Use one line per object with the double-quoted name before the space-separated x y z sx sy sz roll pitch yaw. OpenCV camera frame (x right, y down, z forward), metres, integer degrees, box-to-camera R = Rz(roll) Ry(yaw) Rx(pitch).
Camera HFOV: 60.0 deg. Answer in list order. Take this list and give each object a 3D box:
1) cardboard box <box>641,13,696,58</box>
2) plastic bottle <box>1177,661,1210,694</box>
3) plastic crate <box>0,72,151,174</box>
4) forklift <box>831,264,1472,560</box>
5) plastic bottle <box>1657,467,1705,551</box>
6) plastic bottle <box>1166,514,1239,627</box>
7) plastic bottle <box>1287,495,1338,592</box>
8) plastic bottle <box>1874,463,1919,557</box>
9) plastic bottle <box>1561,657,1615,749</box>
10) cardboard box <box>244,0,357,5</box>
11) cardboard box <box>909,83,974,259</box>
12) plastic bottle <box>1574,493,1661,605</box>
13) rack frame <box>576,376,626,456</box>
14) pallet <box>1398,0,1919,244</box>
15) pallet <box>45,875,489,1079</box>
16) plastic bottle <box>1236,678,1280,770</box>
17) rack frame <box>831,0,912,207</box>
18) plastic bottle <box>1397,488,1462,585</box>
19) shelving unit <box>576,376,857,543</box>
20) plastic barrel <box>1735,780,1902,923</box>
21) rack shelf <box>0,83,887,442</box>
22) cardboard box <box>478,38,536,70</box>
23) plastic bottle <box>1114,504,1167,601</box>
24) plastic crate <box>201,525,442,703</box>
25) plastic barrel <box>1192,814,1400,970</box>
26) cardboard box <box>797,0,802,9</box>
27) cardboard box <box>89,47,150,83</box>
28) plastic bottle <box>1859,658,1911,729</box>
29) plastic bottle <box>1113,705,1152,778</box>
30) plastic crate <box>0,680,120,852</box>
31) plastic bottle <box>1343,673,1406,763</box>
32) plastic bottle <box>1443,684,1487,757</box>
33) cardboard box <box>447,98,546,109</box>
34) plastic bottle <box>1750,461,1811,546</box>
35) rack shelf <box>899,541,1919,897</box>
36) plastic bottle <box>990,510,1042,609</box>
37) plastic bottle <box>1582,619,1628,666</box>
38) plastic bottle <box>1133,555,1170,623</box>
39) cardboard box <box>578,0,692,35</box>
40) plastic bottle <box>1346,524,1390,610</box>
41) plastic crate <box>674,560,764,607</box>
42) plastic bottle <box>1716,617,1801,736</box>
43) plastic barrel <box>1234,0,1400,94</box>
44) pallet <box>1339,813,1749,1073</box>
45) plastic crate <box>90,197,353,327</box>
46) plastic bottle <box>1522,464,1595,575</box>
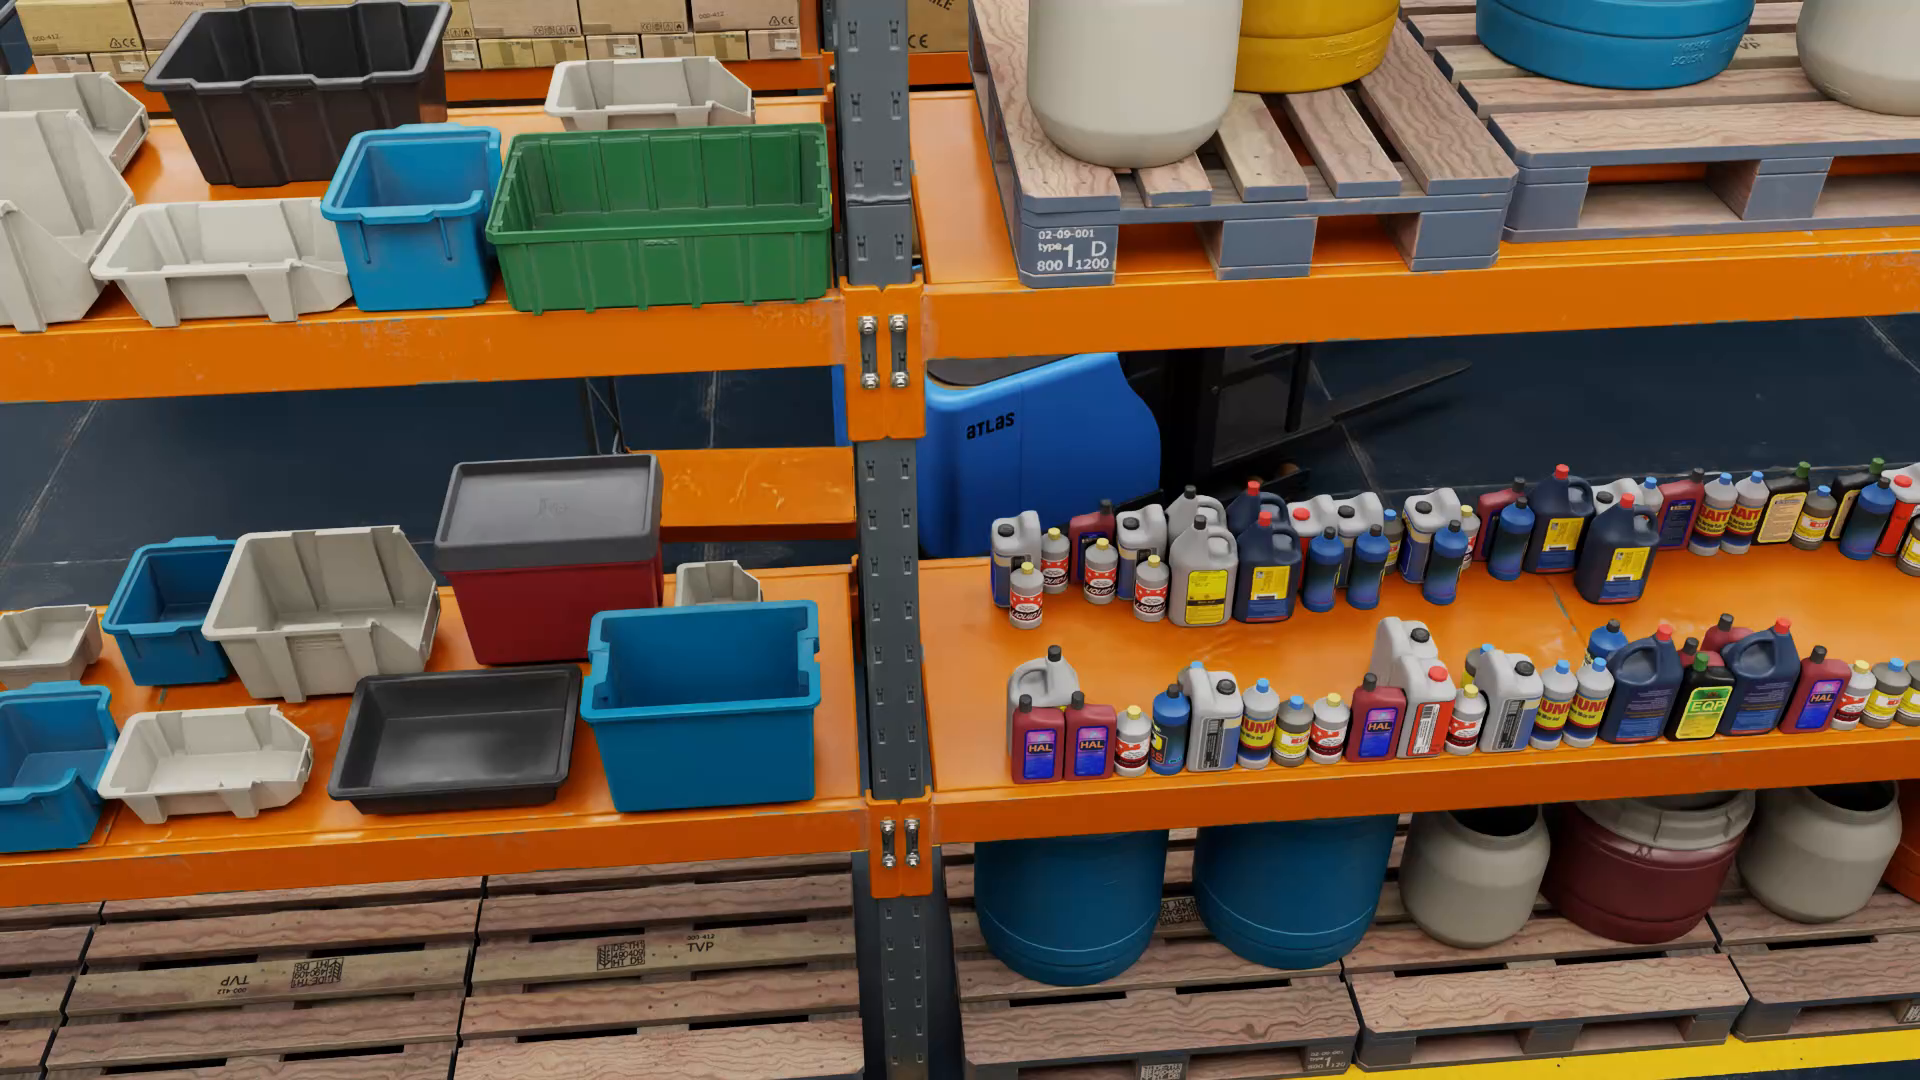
"cardboard box" -1.427 -2.491 8.188 0.250 0.149 0.380 -4 38 -5
"plastic bottle" 0.628 0.411 4.468 0.097 0.201 0.097 0 38 0
"plastic crate" -2.150 -0.902 3.762 0.530 0.136 0.437 -3 38 -4
"forklift" 0.977 -1.534 6.827 3.031 2.935 1.130 -20 42 -23
"plastic bottle" 2.168 -0.095 5.043 0.133 0.283 0.061 -3 38 -4
"plastic bottle" 0.698 0.075 4.773 0.185 0.351 0.144 -3 38 -4
"plastic bottle" 1.029 -0.001 4.929 0.135 0.276 0.152 -3 38 -4
"plastic bottle" 2.862 -0.102 5.057 0.135 0.276 0.152 -3 38 -4
"plastic bottle" 1.661 0.421 4.398 0.097 0.271 0.097 0 38 0
"cardboard box" -3.105 -2.593 7.995 0.500 0.250 0.500 -4 38 -5
"cardboard box" -0.005 -2.215 9.012 0.875 0.875 1.225 -3 38 -4
"plastic bottle" 1.930 0.013 4.852 0.185 0.351 0.144 -3 38 -4
"rack frame" -1.343 -0.280 6.395 0.032 1.500 0.500 -1 38 -1
"pallet" 1.700 -1.051 3.892 1.213 0.211 1.003 -3 38 -4
"pallet" -2.149 1.447 5.245 1.213 0.211 1.003 -3 38 -4
"plastic bottle" 0.776 0.470 4.336 0.097 0.271 0.097 0 38 0
"rack frame" -0.202 -2.136 2.692 0.127 3.000 1.000 -3 38 -4
"plastic bottle" 1.394 -0.021 4.955 0.135 0.276 0.152 -3 38 -4
"shelving unit" -0.844 -0.291 6.408 1.083 1.500 0.587 -1 38 -1
"plastic barrel" 2.742 0.935 5.312 0.421 0.512 0.421 0 38 0
"rack shelf" -2.194 -0.566 3.705 4.000 0.370 1.077 -3 38 -4
"cardboard box" -2.195 -2.448 8.134 0.250 0.149 0.380 -4 38 -5
"plastic bottle" 0.526 0.027 4.894 0.135 0.276 0.152 -3 38 -4
"plastic crate" -1.739 0.213 4.606 0.530 0.282 0.437 -3 38 -4
"plastic barrel" 1.047 0.820 5.144 0.708 0.901 0.600 -3 38 -4
"cardboard box" -0.964 -2.927 8.741 0.250 0.149 0.380 -3 38 -4
"cardboard box" -3.986 -2.349 8.009 0.250 0.149 0.380 -4 38 -5
"plastic bottle" 2.489 0.403 4.478 0.097 0.201 0.097 0 38 0
"plastic bottle" 0.448 0.516 4.335 0.097 0.201 0.097 0 38 0
"plastic crate" -2.300 0.582 4.178 0.300 0.233 0.416 -3 38 -4
"plastic bottle" 1.086 0.460 4.340 0.133 0.283 0.061 -3 38 -4
"plastic bottle" 1.333 0.467 4.397 0.097 0.201 0.097 0 38 0
"cardboard box" -2.201 -2.131 8.905 0.875 0.875 0.875 -3 38 -4
"plastic bottle" 2.495 -0.113 5.065 0.133 0.283 0.061 -3 38 -4
"rack shelf" 1.791 0.392 4.912 4.000 0.370 1.077 -3 38 -4
"plastic bottle" 0.162 0.047 4.869 0.135 0.276 0.152 -3 38 -4
"plastic bottle" 1.746 0.327 4.518 0.097 0.271 0.097 0 38 0
"plastic bottle" 0.556 0.132 4.821 0.097 0.201 0.097 0 38 0
"cardboard box" -1.572 -2.678 8.104 0.500 0.250 0.500 -2 38 -3
"plastic bottle" 1.192 0.070 4.844 0.097 0.271 0.097 0 38 0
"plastic crate" -0.678 0.237 4.693 0.243 0.136 0.396 -3 38 -4
"plastic bottle" 2.117 0.350 4.424 0.185 0.351 0.144 -3 38 -4
"plastic barrel" 0.690 -1.372 3.655 0.600 0.588 0.600 0 38 0
"pallet" 1.789 1.229 5.522 1.213 0.211 1.003 -3 38 -4
"plastic crate" -1.435 -0.550 3.317 0.466 0.136 0.293 -3 38 -4
"plastic bottle" 1.782 -0.074 4.962 0.185 0.351 0.144 -3 38 -4
